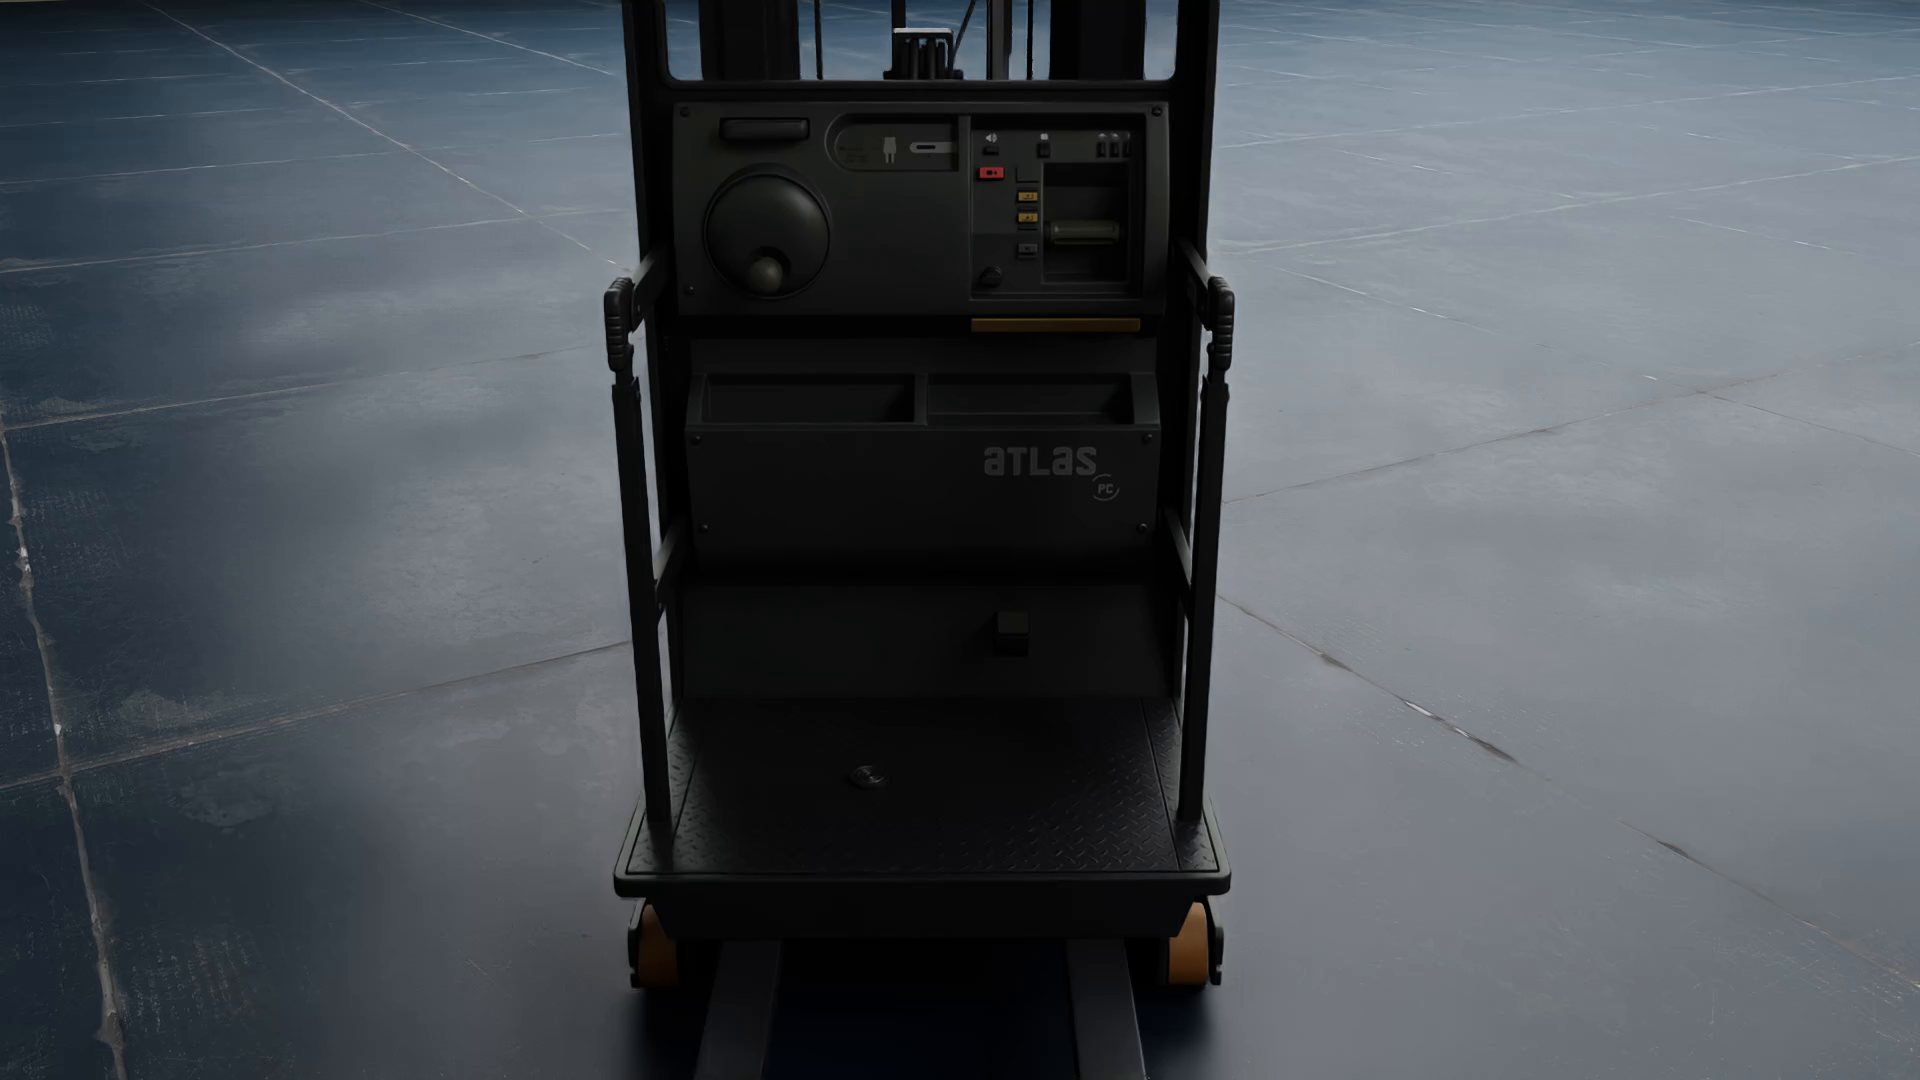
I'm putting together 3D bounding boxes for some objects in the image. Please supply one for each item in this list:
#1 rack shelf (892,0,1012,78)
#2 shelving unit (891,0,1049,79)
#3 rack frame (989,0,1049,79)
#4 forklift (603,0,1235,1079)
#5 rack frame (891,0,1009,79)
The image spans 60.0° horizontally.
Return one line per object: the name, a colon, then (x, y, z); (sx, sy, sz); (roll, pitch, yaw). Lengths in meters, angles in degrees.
rack shelf: (0.112, -1.574, 4.572); (0.431, 0.518, 0.480); (-14, 26, -31)
shelving unit: (0.112, -0.938, 4.831); (0.431, 2.100, 0.503); (-14, 26, -31)
rack frame: (0.247, -0.862, 4.643); (0.400, 2.100, 0.015); (-14, 26, -31)
forklift: (-0.069, -0.613, 2.928); (1.130, 2.935, 3.031); (0, 22, 0)
rack frame: (-0.024, -1.014, 5.018); (0.400, 2.100, 0.015); (-14, 26, -31)
